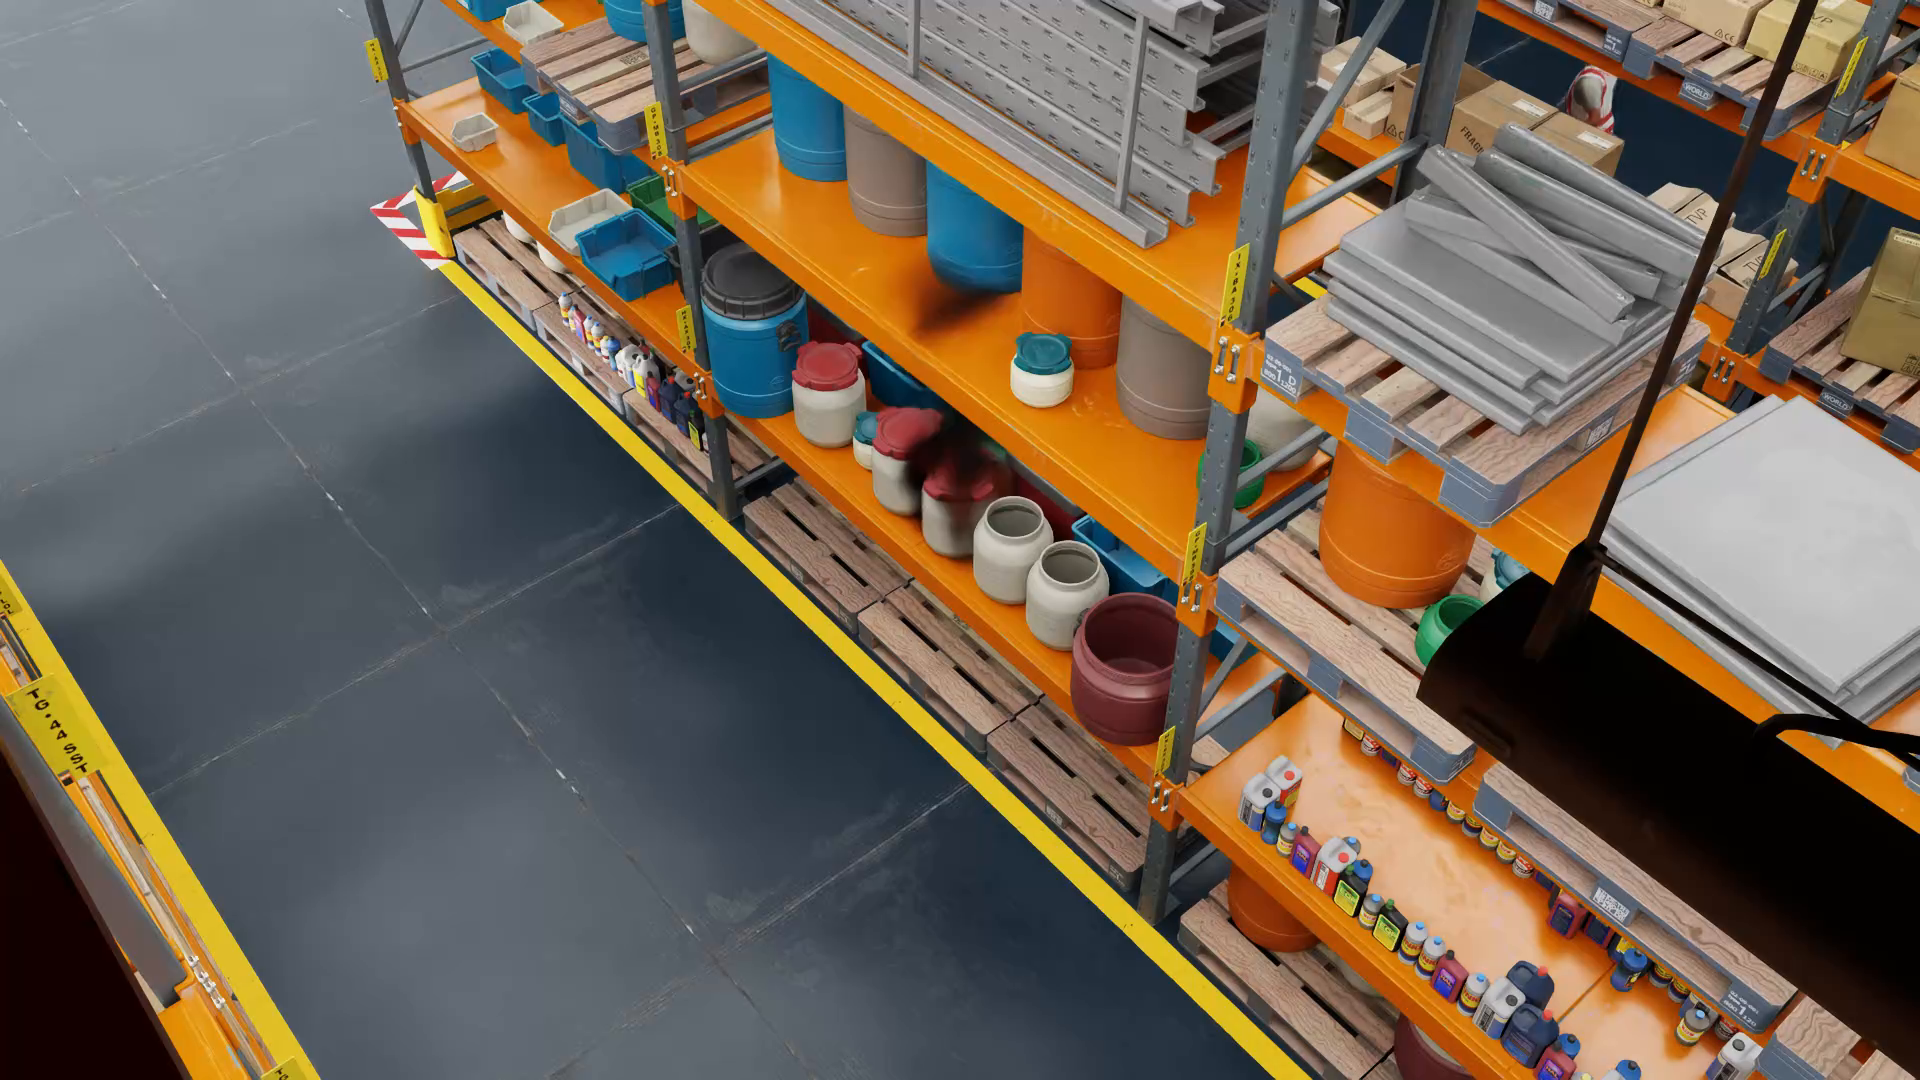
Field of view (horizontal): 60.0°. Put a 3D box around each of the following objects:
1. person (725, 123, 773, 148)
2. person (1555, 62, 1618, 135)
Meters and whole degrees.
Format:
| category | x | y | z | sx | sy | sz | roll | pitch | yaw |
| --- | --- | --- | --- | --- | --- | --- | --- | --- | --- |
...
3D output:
| category | x | y | z | sx | sy | sz | roll | pitch | yaw |
| --- | --- | --- | --- | --- | --- | --- | --- | --- | --- |
| person | -1.548 | -3.309 | 12.909 | 0.772 | 1.774 | 0.767 | -8 | 47 | -7 |
| person | 4.856 | -3.063 | 12.699 | 0.820 | 1.738 | 0.658 | 32 | 54 | 27 |
